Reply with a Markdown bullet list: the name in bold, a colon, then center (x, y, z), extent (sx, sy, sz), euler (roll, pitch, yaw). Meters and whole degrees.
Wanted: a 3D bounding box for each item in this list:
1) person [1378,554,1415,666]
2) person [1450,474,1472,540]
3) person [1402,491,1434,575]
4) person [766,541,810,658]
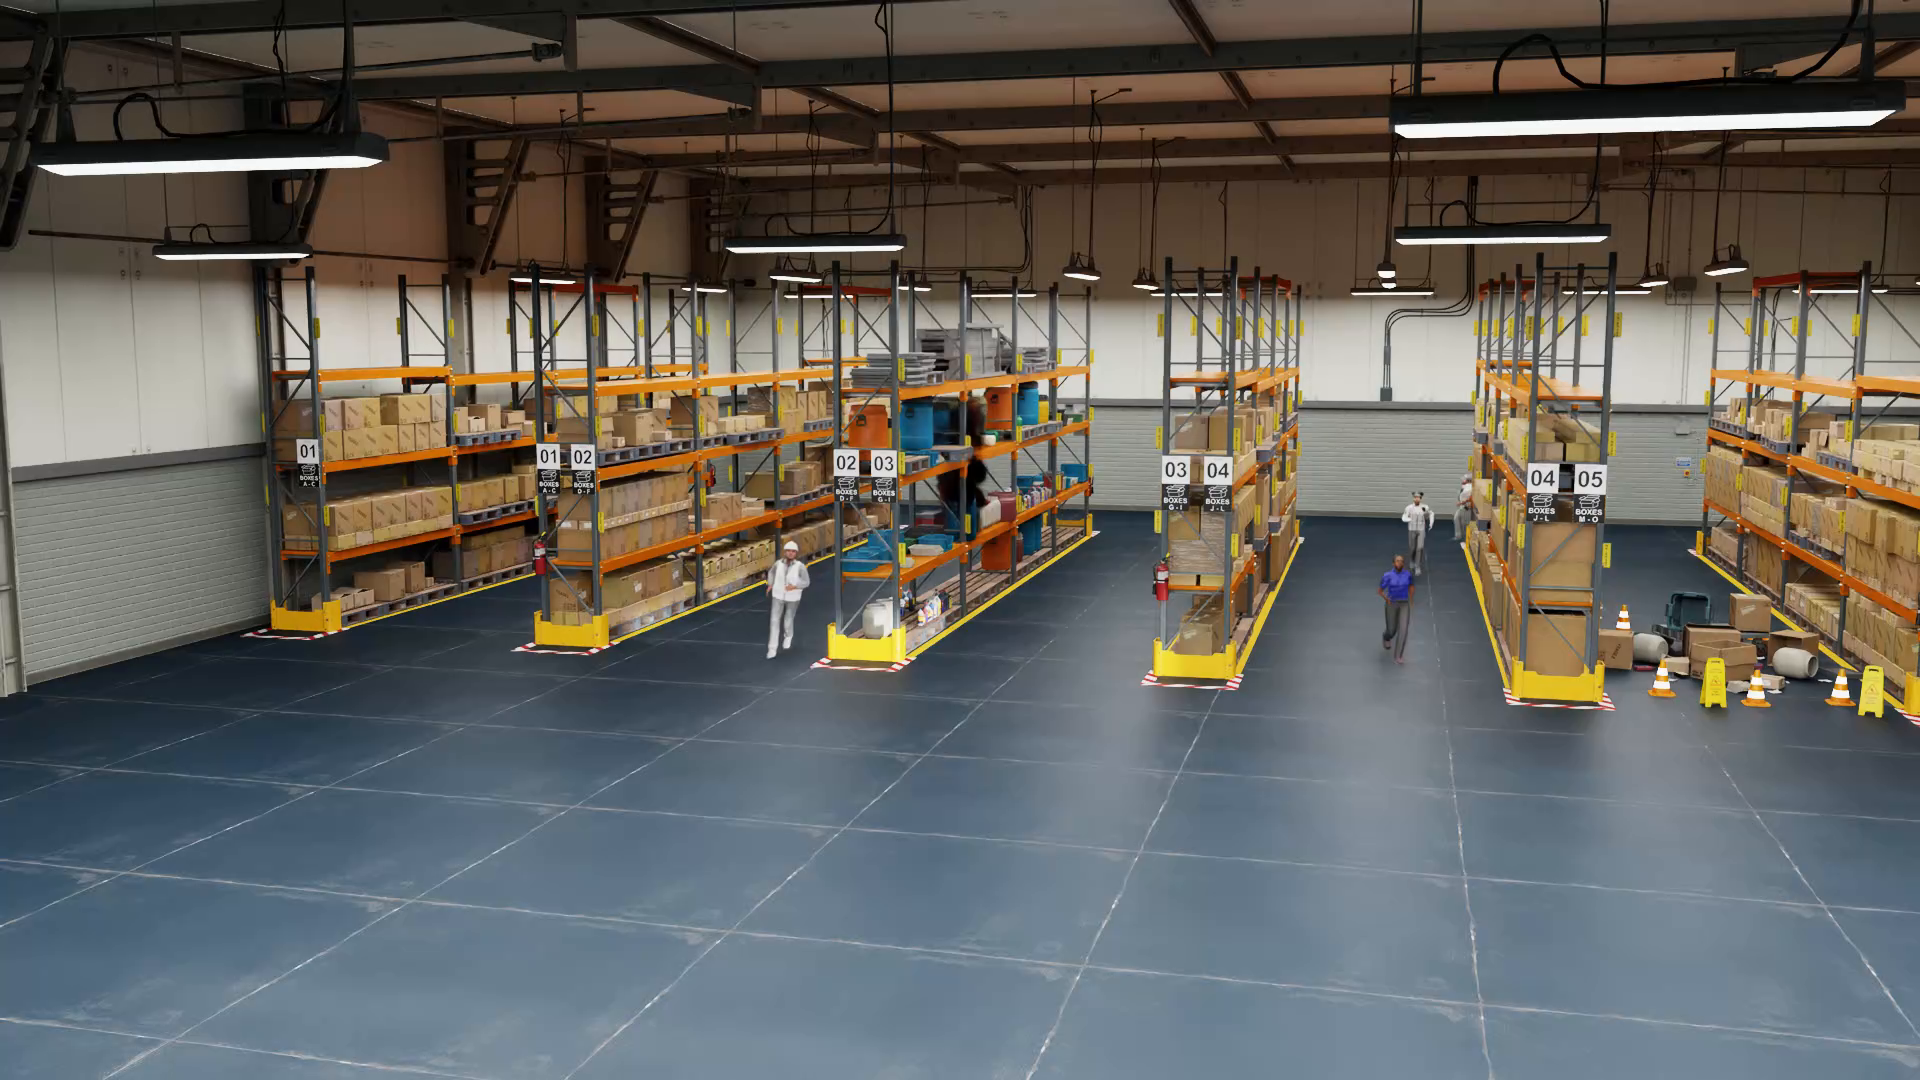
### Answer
- **person**: center (6.594, 1.033, 25.094), extent (0.578, 1.629, 0.782), euler (0, 7, 1)
- **person**: center (11.995, -0.738, 39.229), extent (0.754, 1.644, 0.655), euler (1, 7, 11)
- **person**: center (9.376, -0.176, 34.097), extent (0.623, 1.675, 0.992), euler (2, 8, 18)
- **person**: center (-2.638, 0.885, 25.468), extent (0.687, 1.736, 0.968), euler (1, 7, 5)
